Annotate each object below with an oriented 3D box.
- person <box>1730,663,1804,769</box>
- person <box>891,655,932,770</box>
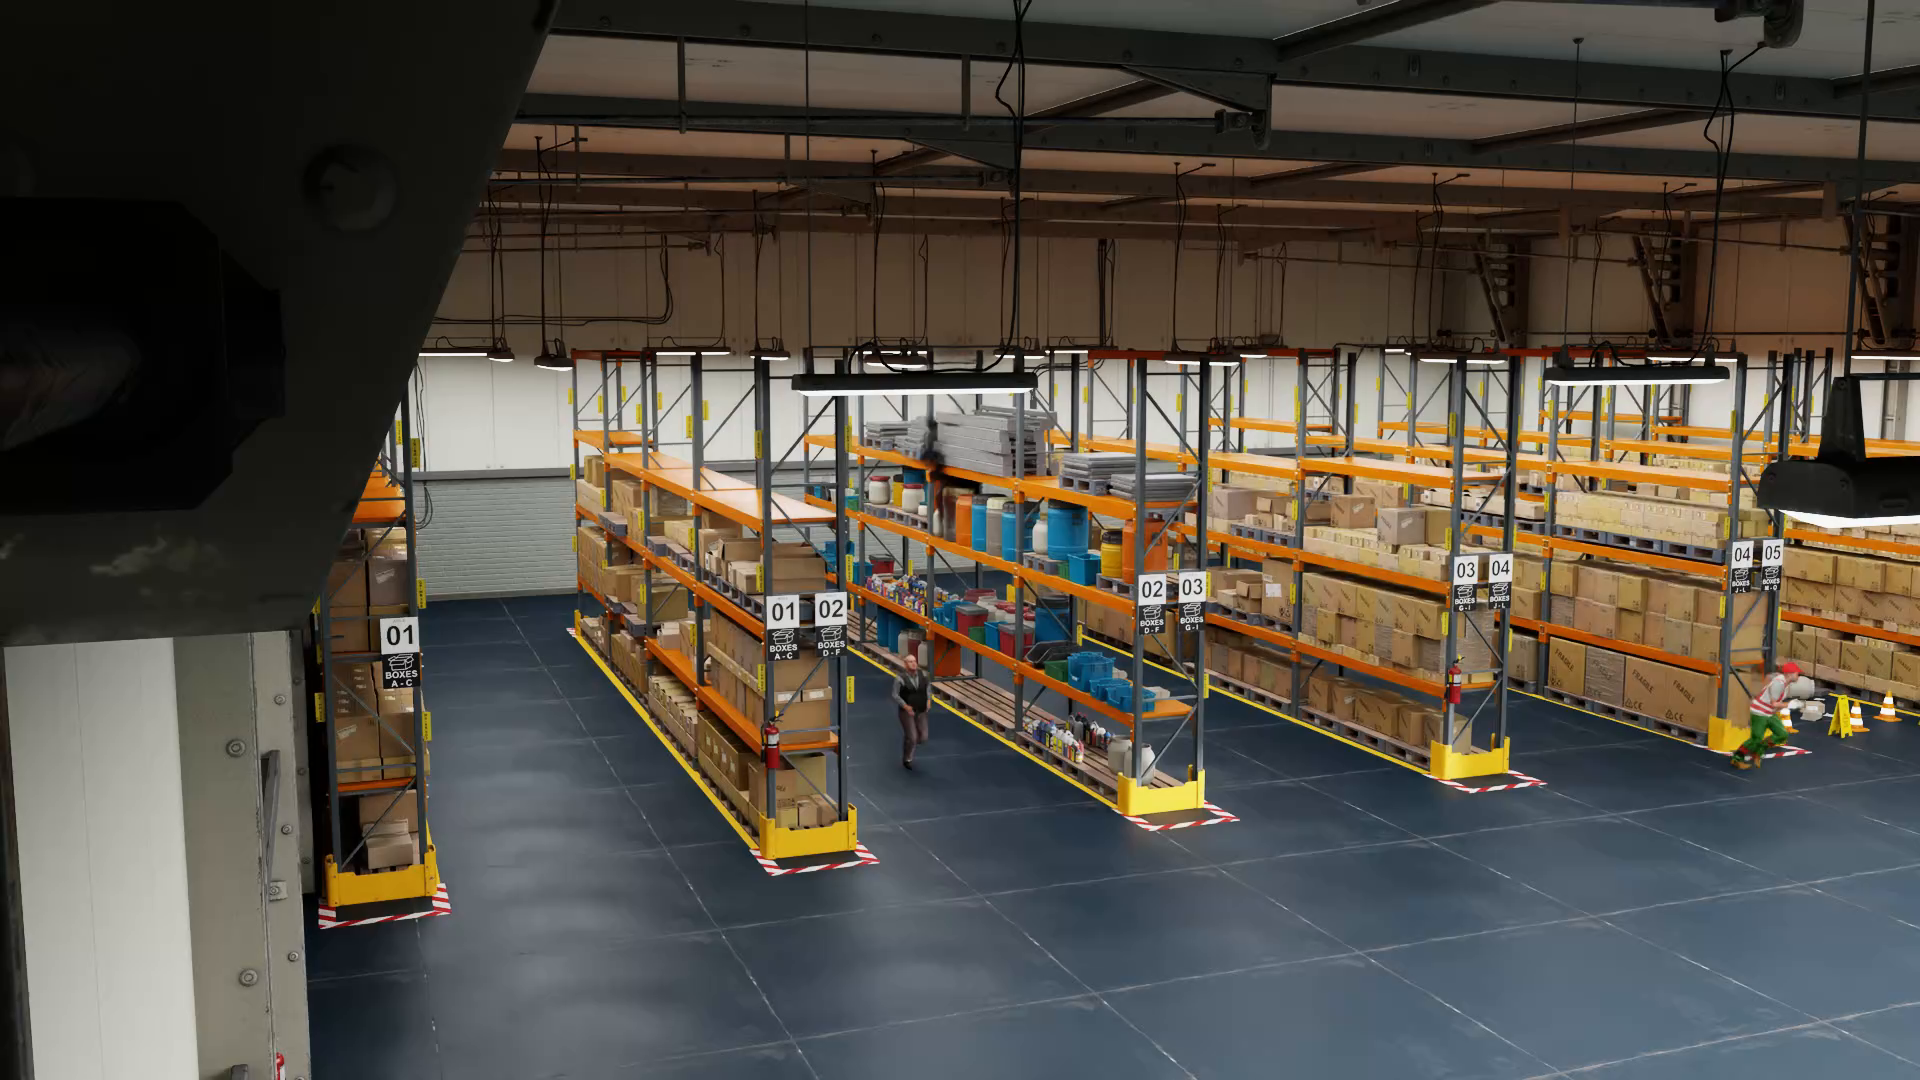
[{"bbox_3d":[11.704,2.533,24.055,0.933,1.615,0.698,5,9,36],"label":"person"},{"bbox_3d":[-0.688,2.501,24.230,0.682,1.688,0.646,-4,8,-27],"label":"person"}]
